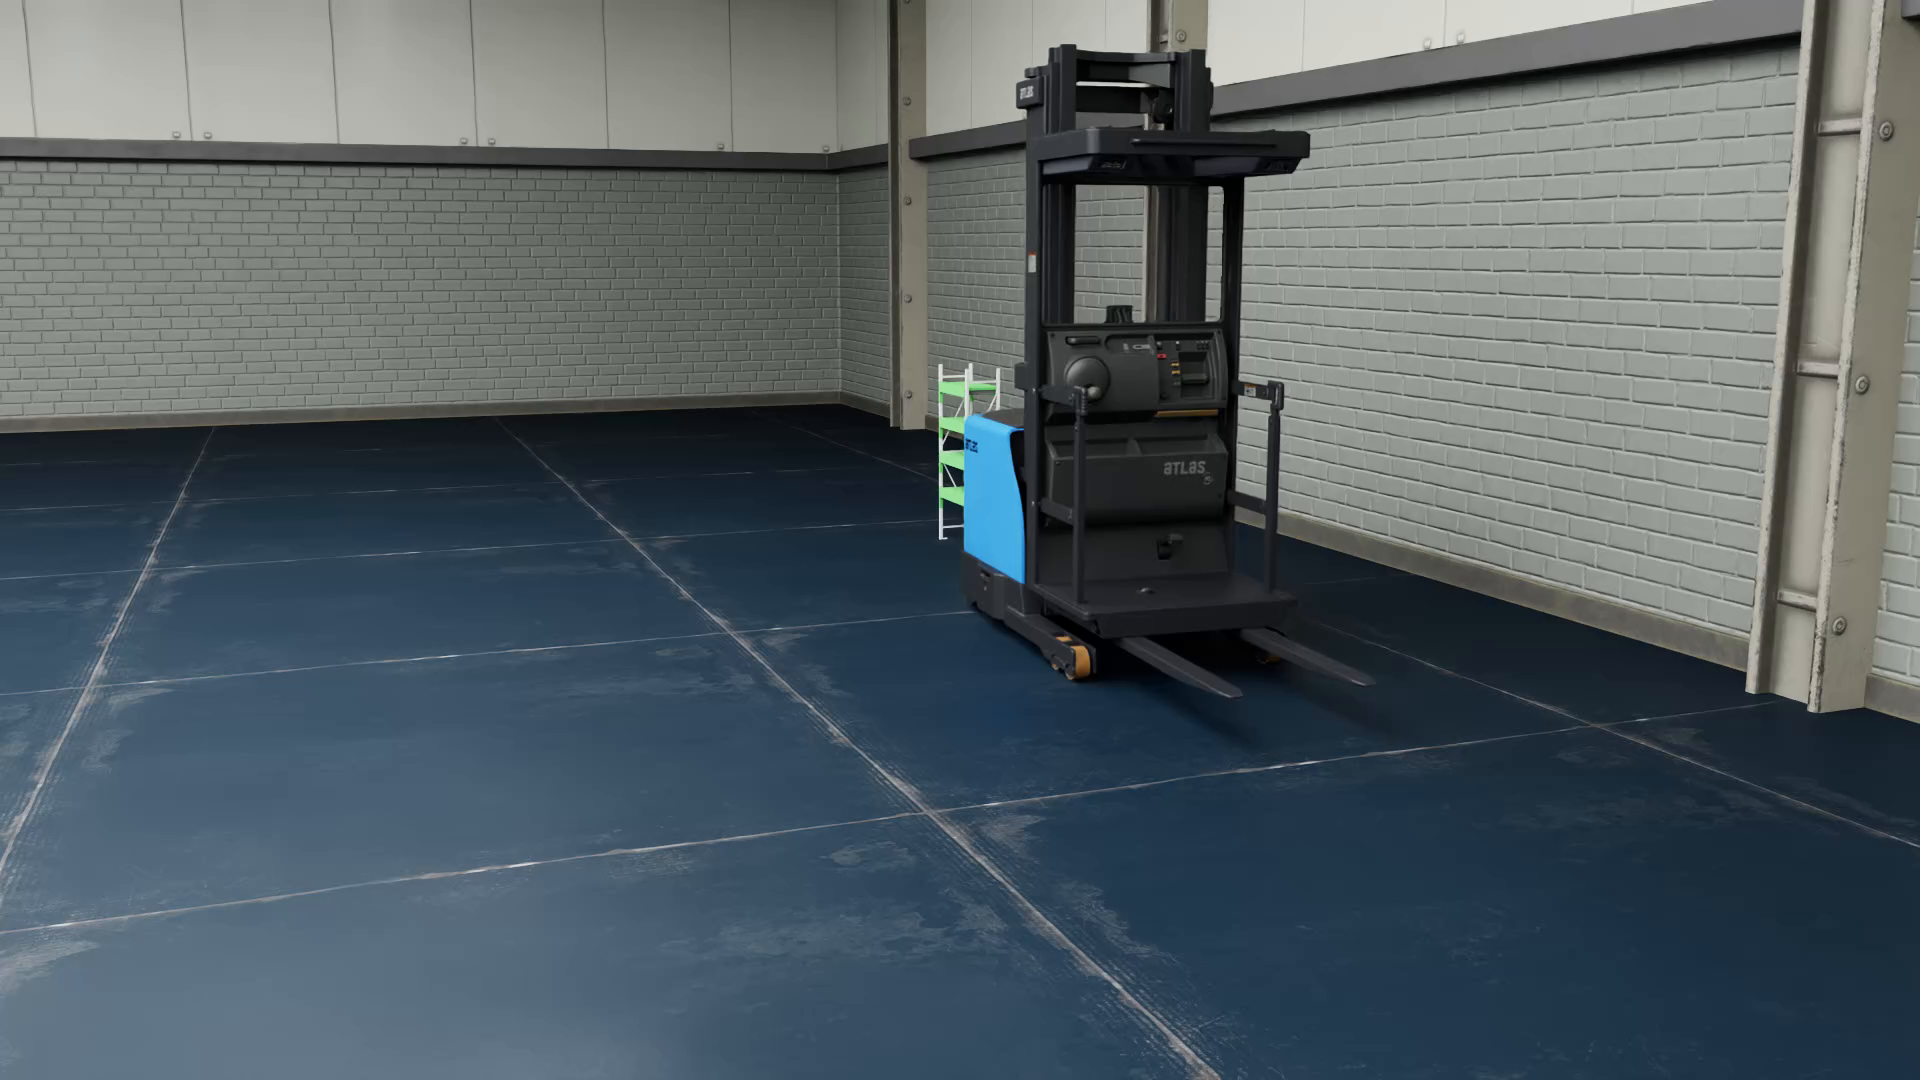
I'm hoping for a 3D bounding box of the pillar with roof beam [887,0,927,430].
[{"bbox_3d":[-4.579,-5.407,16.124,9.100,9.000,0.400,-4,11,-21],"label":"pillar with roof beam"}]

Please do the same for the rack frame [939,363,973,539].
[{"bbox_3d":[-0.028,-0.604,11.387,0.240,1.200,0.015,-4,11,-21],"label":"rack frame"}]

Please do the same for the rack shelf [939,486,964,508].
[{"bbox_3d":[0.060,-0.265,11.216,0.258,0.148,0.480,-4,11,-21],"label":"rack shelf"}]

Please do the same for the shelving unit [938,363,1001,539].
[{"bbox_3d":[0.060,-0.564,11.163,0.258,1.200,0.503,-4,11,-21],"label":"shelving unit"}]

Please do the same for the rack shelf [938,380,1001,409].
[{"bbox_3d":[0.060,-0.973,11.090,0.258,0.148,0.480,-4,11,-21],"label":"rack shelf"}]

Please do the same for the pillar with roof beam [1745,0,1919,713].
[{"bbox_3d":[-0.230,-3.449,5.112,9.100,9.000,0.400,-4,11,-21],"label":"pillar with roof beam"}]

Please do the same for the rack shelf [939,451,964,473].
[{"bbox_3d":[0.060,-0.501,11.174,0.258,0.148,0.480,-4,11,-21],"label":"rack shelf"}]

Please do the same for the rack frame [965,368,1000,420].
[{"bbox_3d":[0.148,-0.524,10.939,0.240,1.200,0.015,-4,11,-21],"label":"rack frame"}]

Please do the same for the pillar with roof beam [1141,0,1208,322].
[{"bbox_3d":[-2.404,-4.428,10.618,9.100,9.000,0.400,-4,11,-21],"label":"pillar with roof beam"}]

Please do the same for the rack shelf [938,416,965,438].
[{"bbox_3d":[0.060,-0.737,11.132,0.258,0.148,0.480,-4,11,-21],"label":"rack shelf"}]

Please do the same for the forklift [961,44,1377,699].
[{"bbox_3d":[0.938,-0.867,7.923,1.130,2.935,3.031,-3,11,-17],"label":"forklift"}]
